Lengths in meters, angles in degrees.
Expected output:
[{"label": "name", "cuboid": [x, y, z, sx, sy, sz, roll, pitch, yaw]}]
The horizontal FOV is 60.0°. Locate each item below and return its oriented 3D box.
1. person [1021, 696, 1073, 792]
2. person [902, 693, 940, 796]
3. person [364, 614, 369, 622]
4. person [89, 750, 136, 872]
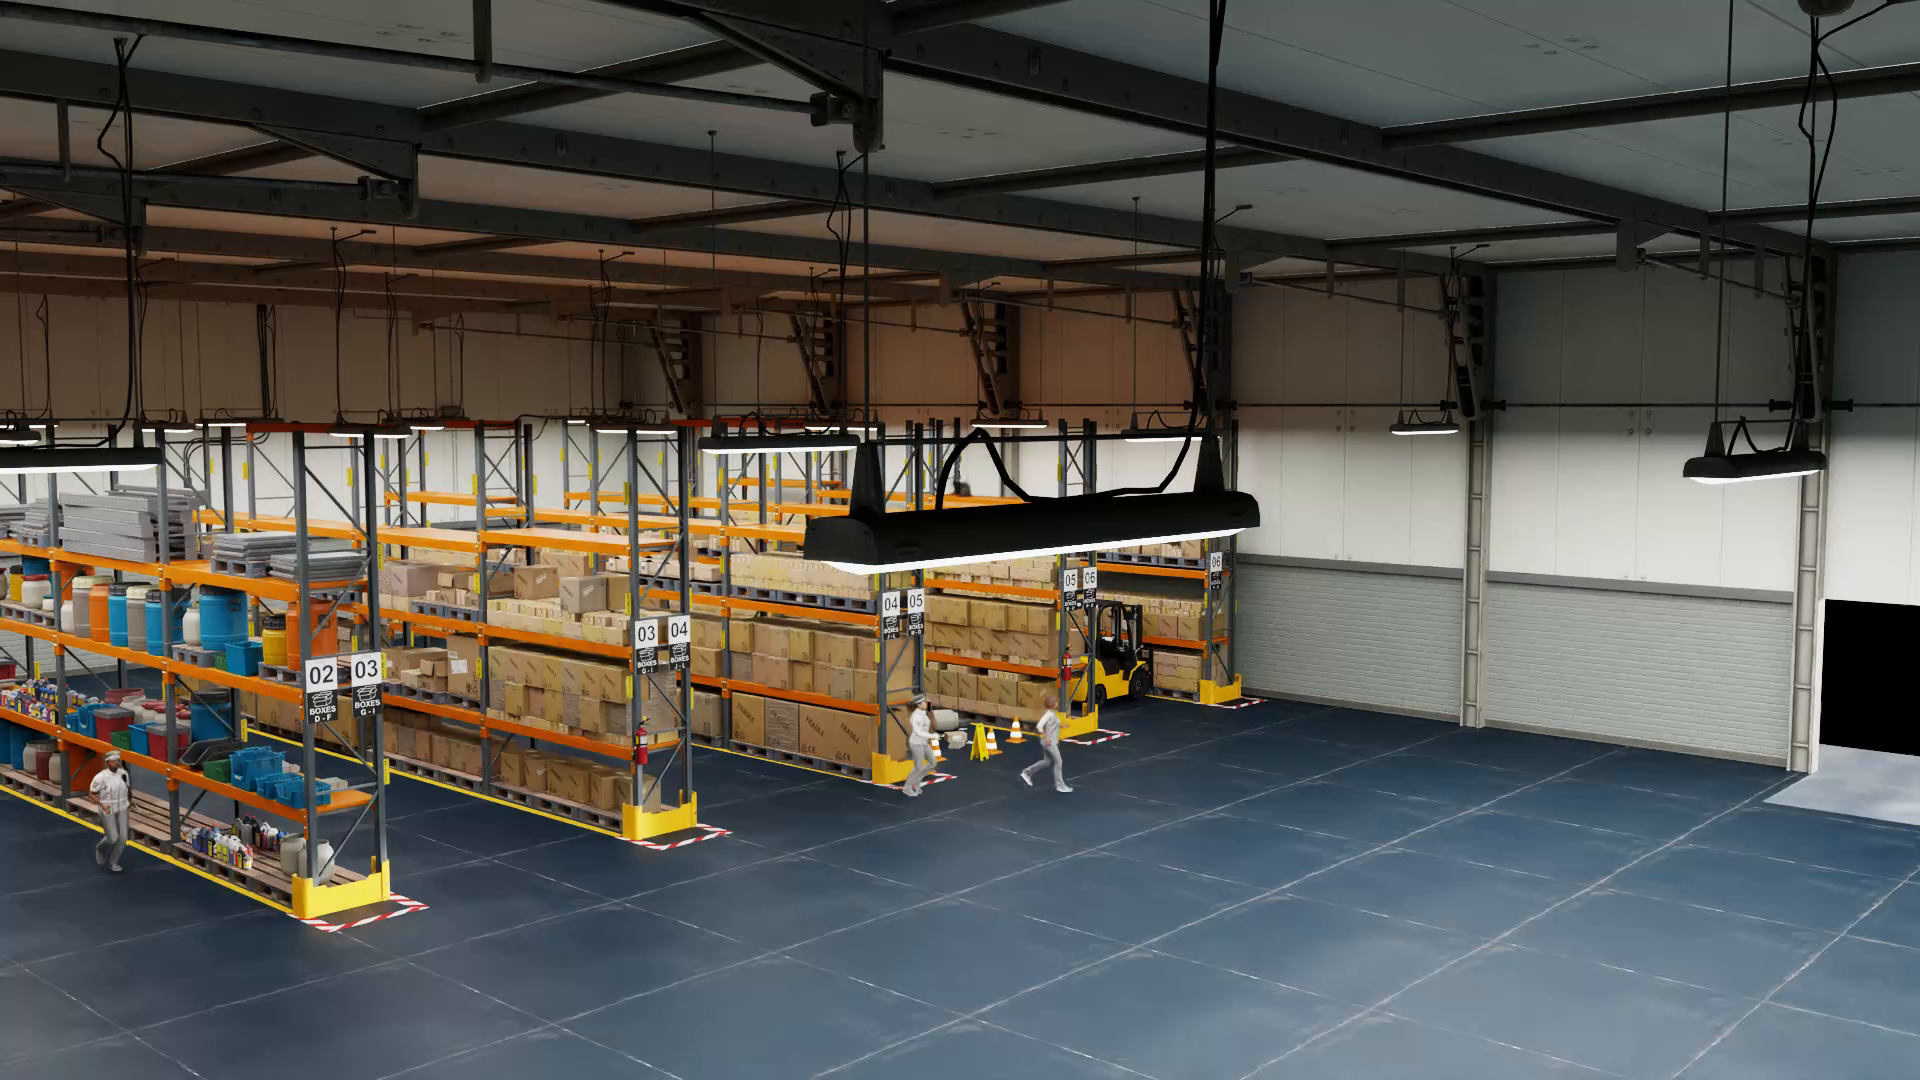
[{"label": "person", "cuboid": [1.418, 3.311, 27.033, 0.856, 1.583, 0.536, 0, 5, 1]}, {"label": "person", "cuboid": [-0.614, 3.297, 26.873, 0.634, 1.673, 0.647, 1, 5, 10]}, {"label": "person", "cuboid": [-13.915, 2.294, 39.007, 0.664, 1.730, 0.823, 3, 6, 33]}, {"label": "person", "cuboid": [-11.477, 3.661, 22.552, 0.549, 1.654, 0.555, 3, 6, 36]}]
